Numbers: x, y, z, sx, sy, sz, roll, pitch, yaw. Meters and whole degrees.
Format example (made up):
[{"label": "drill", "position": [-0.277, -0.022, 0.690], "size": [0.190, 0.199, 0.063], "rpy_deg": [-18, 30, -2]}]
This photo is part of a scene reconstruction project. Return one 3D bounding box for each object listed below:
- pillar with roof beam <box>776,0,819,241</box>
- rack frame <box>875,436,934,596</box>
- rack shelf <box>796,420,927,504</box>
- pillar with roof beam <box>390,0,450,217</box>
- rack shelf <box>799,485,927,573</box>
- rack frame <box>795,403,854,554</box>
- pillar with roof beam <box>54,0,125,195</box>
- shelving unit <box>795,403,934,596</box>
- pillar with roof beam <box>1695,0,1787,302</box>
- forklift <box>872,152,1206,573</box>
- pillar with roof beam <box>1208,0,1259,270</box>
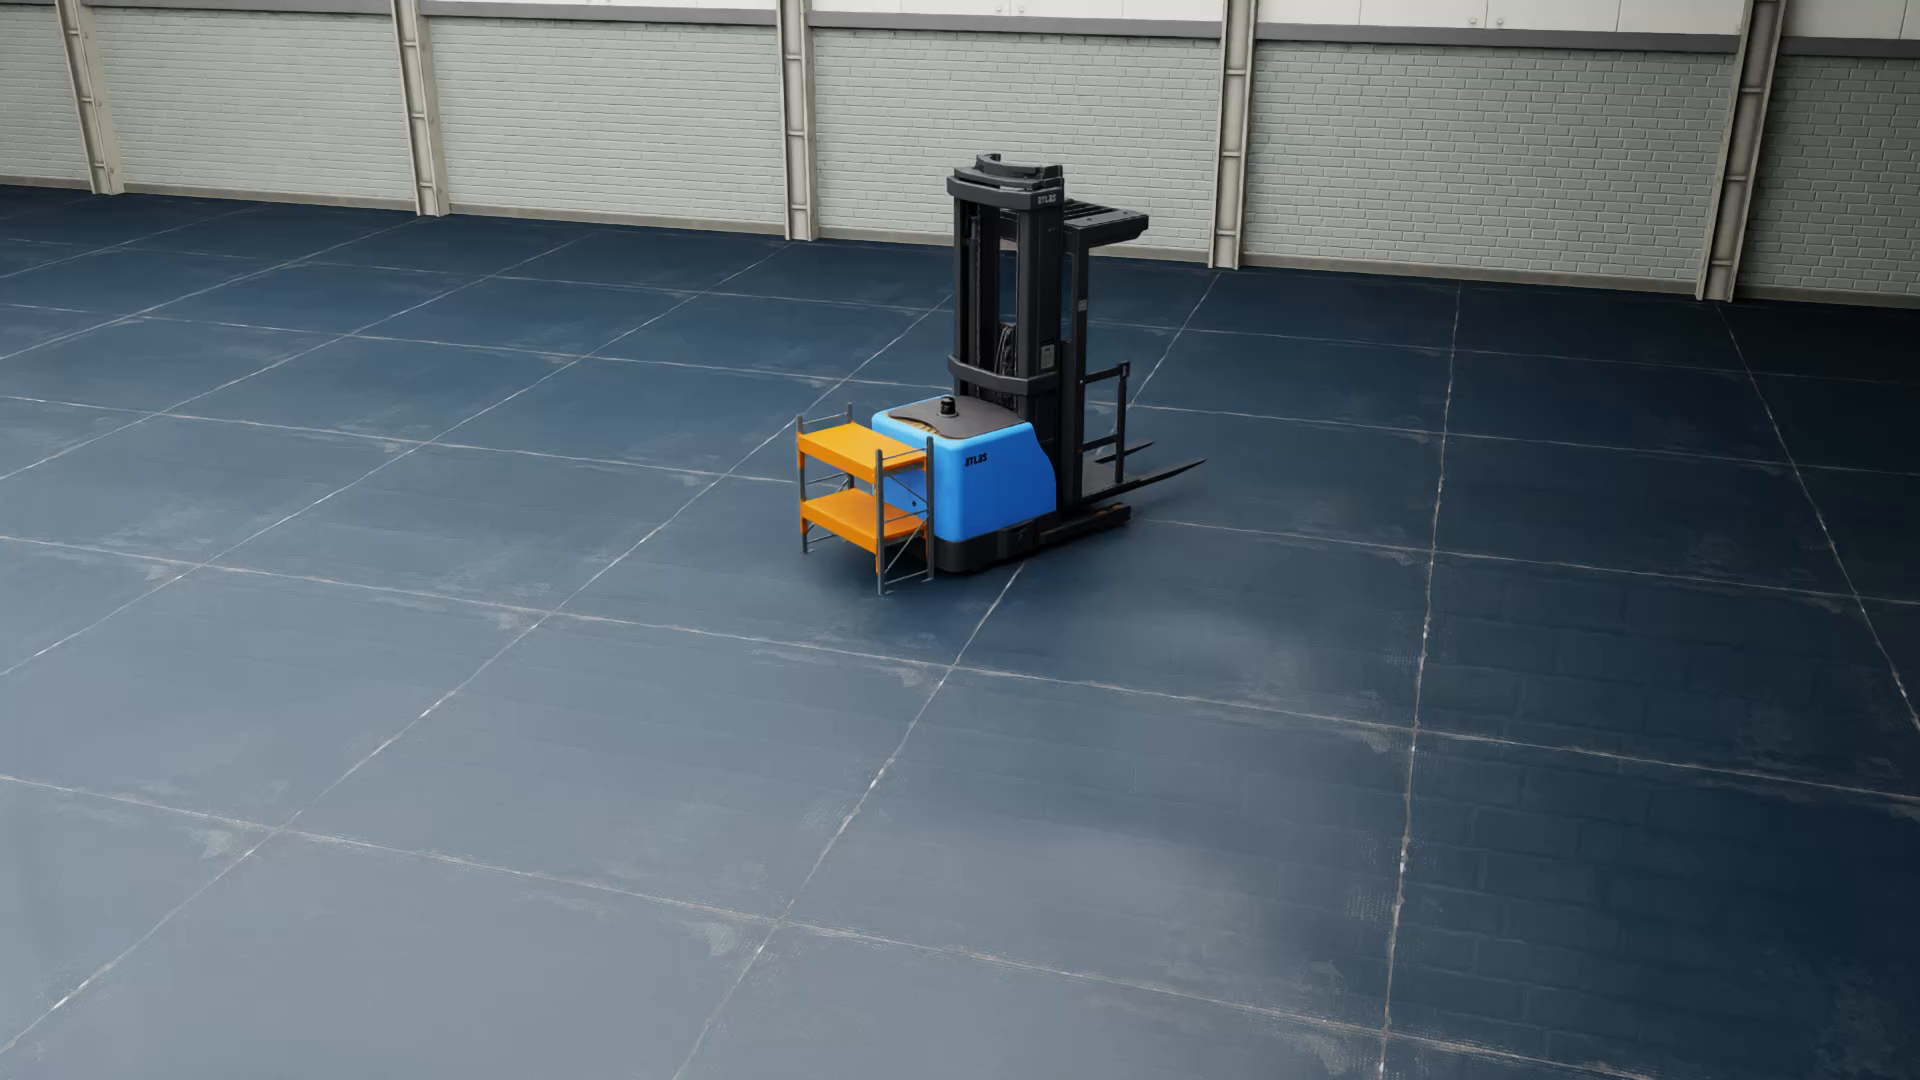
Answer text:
[{"label": "pillar with roof beam", "position": [-3.480, -6.886, 18.104], "size": [0.400, 9.000, 9.100], "rpy_deg": [7, 23, 16]}, {"label": "rack frame", "position": [-0.396, -0.172, 12.111], "size": [0.500, 1.125, 0.032], "rpy_deg": [-17, 28, -35]}, {"label": "rack shelf", "position": [-0.715, -0.593, 12.366], "size": [0.538, 0.278, 1.000], "rpy_deg": [-17, 28, -35]}, {"label": "pillar with roof beam", "position": [-9.224, -7.543, 19.707], "size": [0.400, 9.000, 9.100], "rpy_deg": [7, 23, 16]}, {"label": "rack shelf", "position": [-0.715, -0.096, 12.570], "size": [0.538, 0.278, 1.000], "rpy_deg": [-17, 28, -35]}, {"label": "rack frame", "position": [-1.034, -0.472, 12.844], "size": [0.500, 1.125, 0.032], "rpy_deg": [-17, 28, -35]}, {"label": "pillar with roof beam", "position": [-14.969, -8.201, 21.311], "size": [0.400, 9.000, 9.100], "rpy_deg": [7, 23, 16]}, {"label": "shelving unit", "position": [-0.715, -0.322, 12.477], "size": [0.538, 1.125, 1.048], "rpy_deg": [-17, 28, -35]}, {"label": "pillar with roof beam", "position": [8.008, -5.570, 14.897], "size": [0.400, 9.000, 9.100], "rpy_deg": [7, 23, 16]}, {"label": "forklift", "position": [0.752, -1.560, 13.117], "size": [3.031, 2.935, 1.130], "rpy_deg": [-18, 29, -37]}, {"label": "pillar with roof beam", "position": [2.264, -6.228, 16.500], "size": [0.400, 9.000, 9.100], "rpy_deg": [7, 23, 16]}]
